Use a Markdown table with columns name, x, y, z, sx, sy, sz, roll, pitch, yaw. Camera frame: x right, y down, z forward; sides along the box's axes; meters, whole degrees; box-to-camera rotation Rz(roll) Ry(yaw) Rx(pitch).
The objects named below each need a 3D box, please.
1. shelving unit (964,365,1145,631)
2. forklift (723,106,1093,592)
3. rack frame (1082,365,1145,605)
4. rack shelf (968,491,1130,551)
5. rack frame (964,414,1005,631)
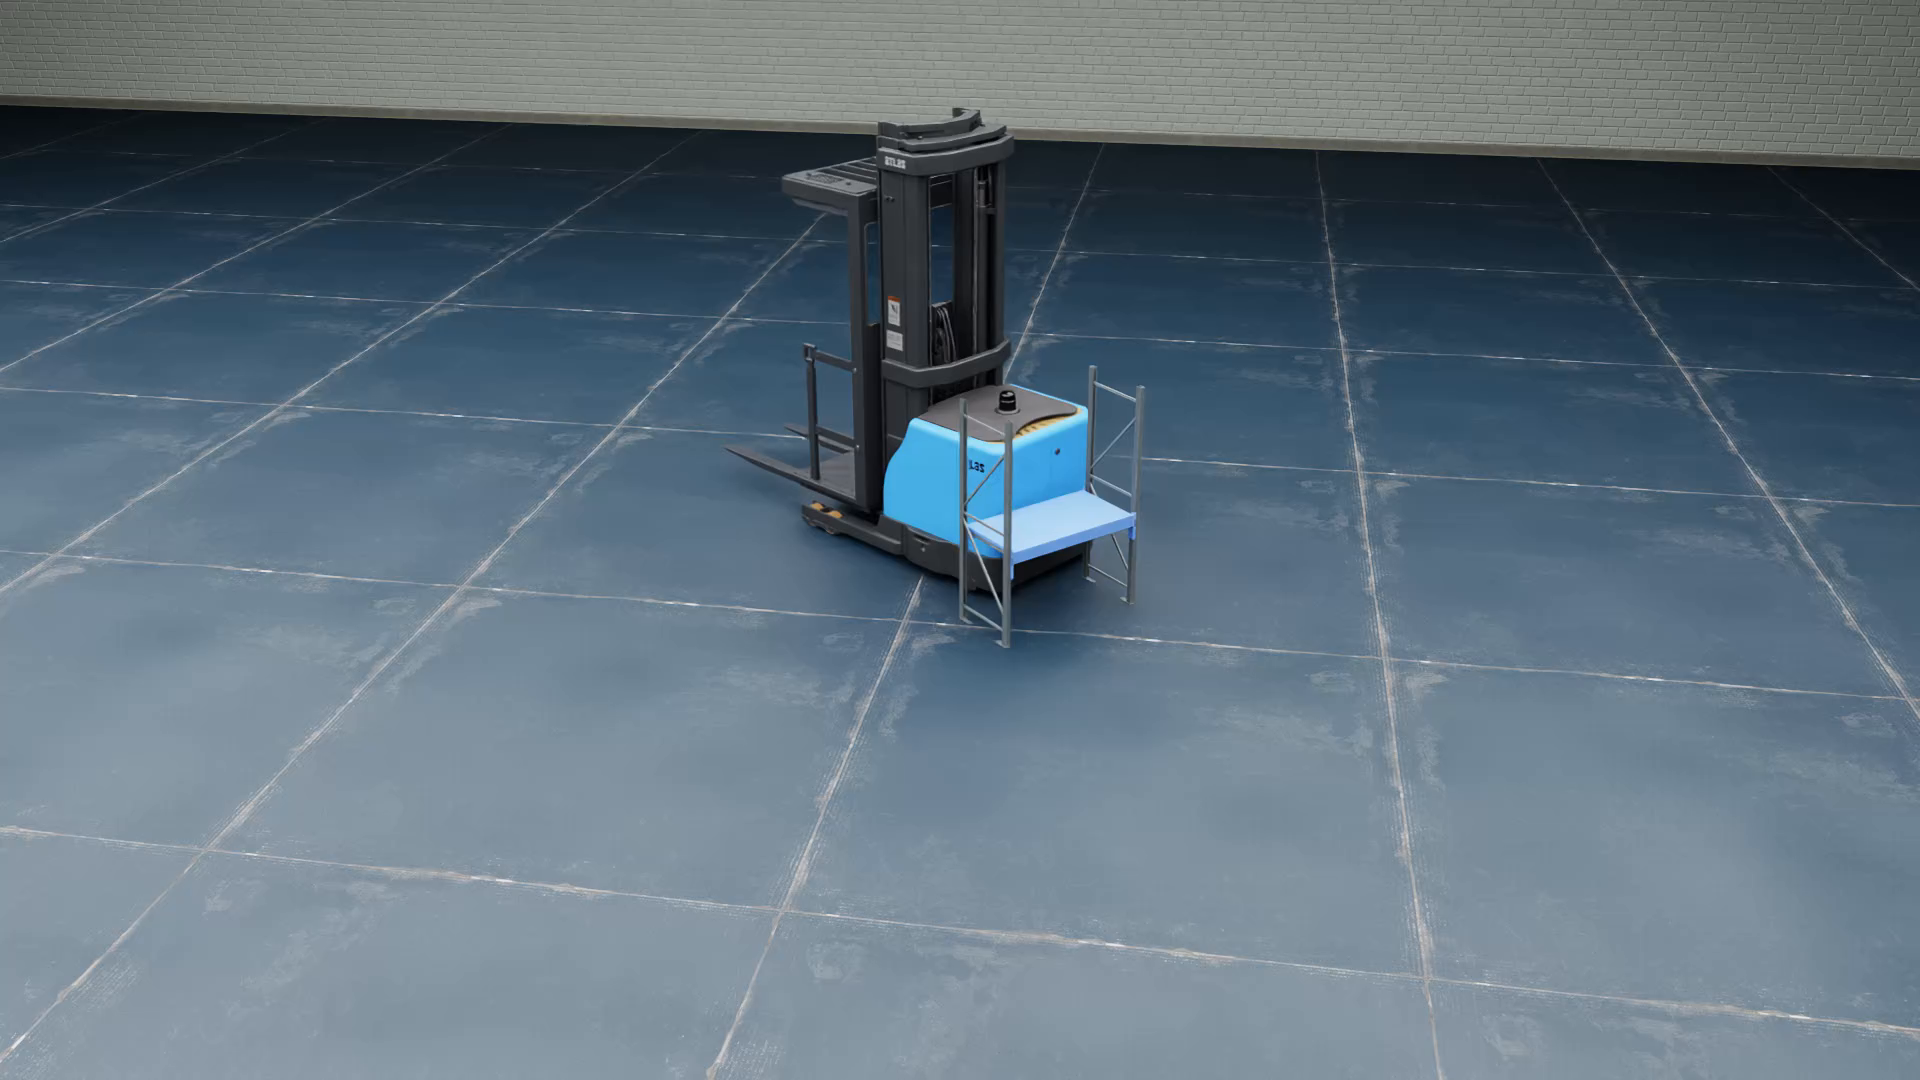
| name | x | y | z | sx | sy | sz | roll | pitch | yaw |
| --- | --- | --- | --- | --- | --- | --- | --- | --- | --- |
| shelving unit | 0.570 | -0.218 | 10.447 | 1.039 | 1.500 | 0.500 | -17 | 30 | -32 |
| forklift | -0.495 | -1.509 | 11.515 | 3.031 | 2.935 | 1.130 | 22 | 33 | 39 |
| rack frame | 0.979 | -0.343 | 10.713 | 0.032 | 1.500 | 0.500 | -17 | 30 | -32 |
| rack shelf | 0.566 | -0.114 | 10.492 | 0.952 | 0.026 | 0.459 | -17 | 30 | -32 |
| rack frame | 0.152 | -0.092 | 10.177 | 0.013 | 1.308 | 0.475 | -17 | 30 | -32 |
